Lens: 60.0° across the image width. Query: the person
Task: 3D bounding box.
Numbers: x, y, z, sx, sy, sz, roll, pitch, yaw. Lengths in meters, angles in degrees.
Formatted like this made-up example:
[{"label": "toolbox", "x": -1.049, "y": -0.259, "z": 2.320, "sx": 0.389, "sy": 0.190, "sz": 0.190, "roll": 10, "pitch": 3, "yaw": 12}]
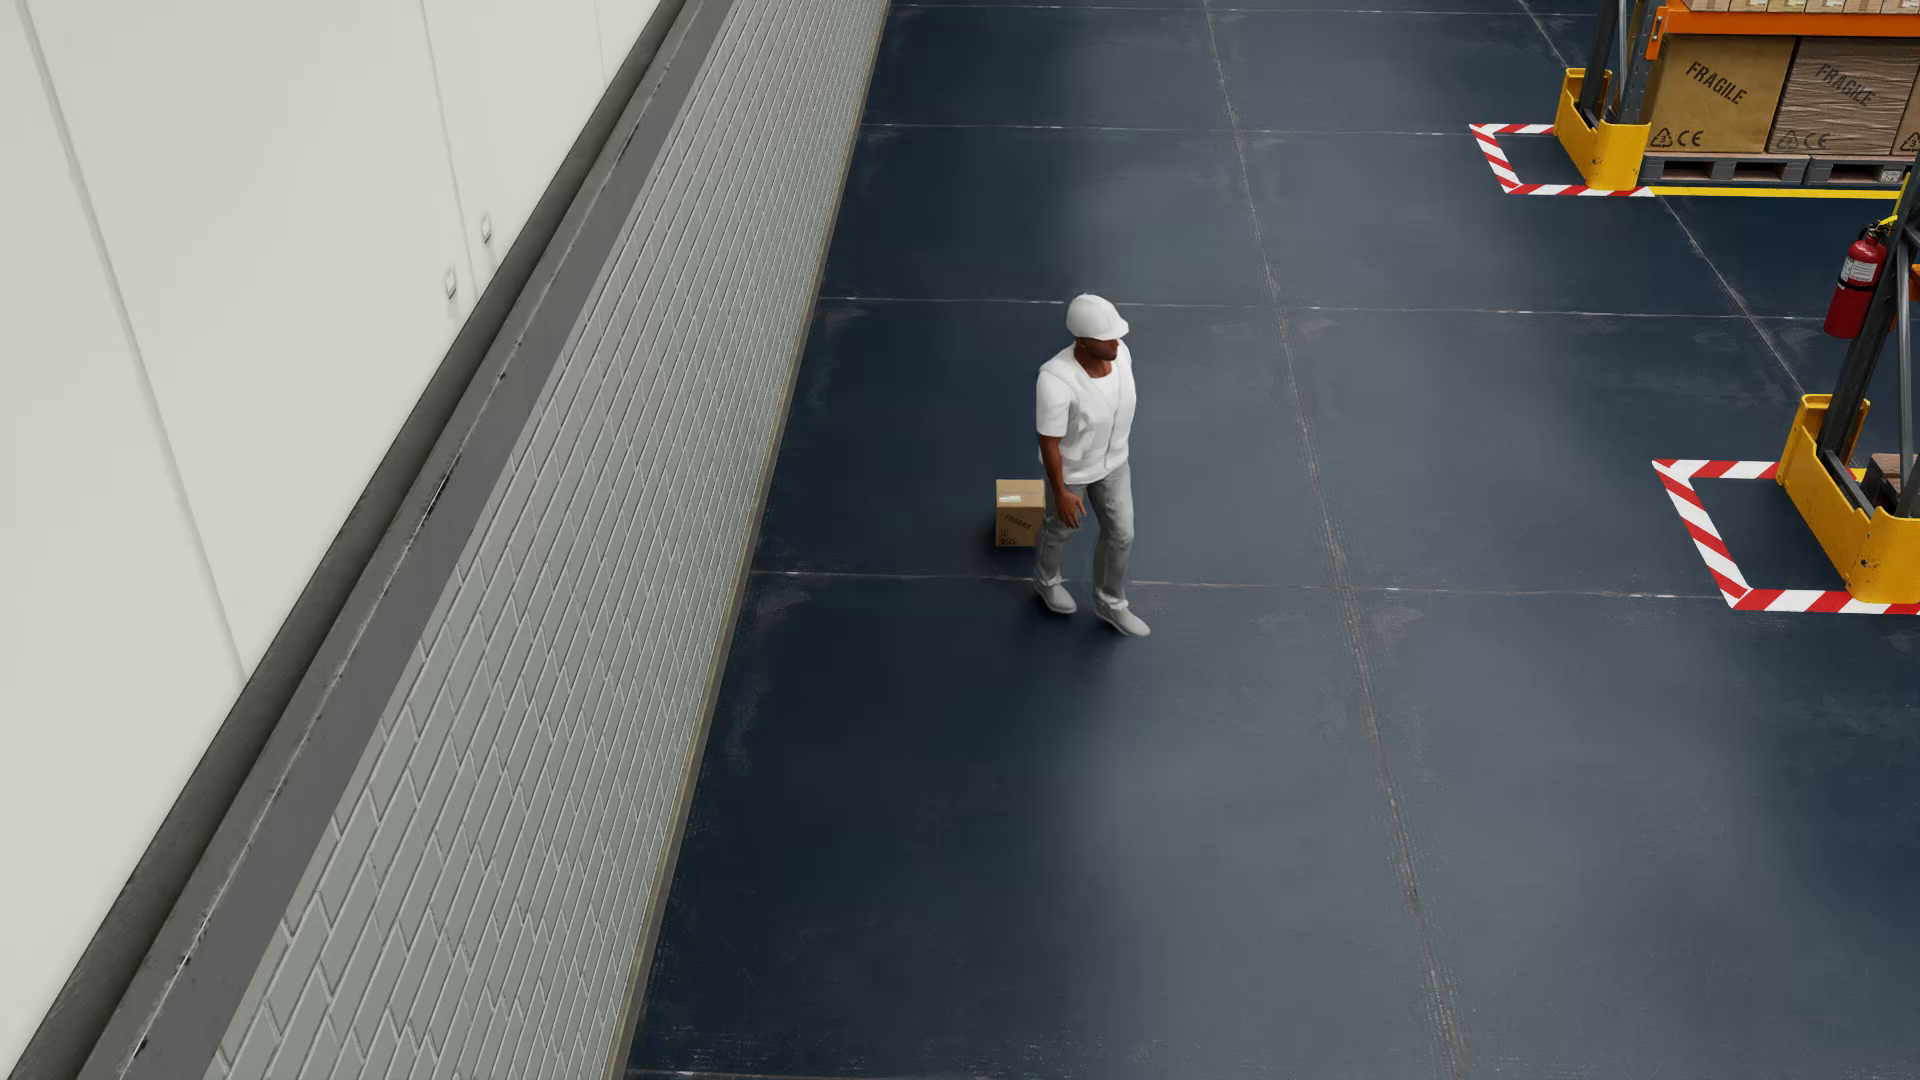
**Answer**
[{"label": "person", "x": 0.551, "y": -0.328, "z": 7.566, "sx": 0.567, "sy": 1.799, "sz": 0.613, "roll": -22, "pitch": 41, "yaw": -27}]
